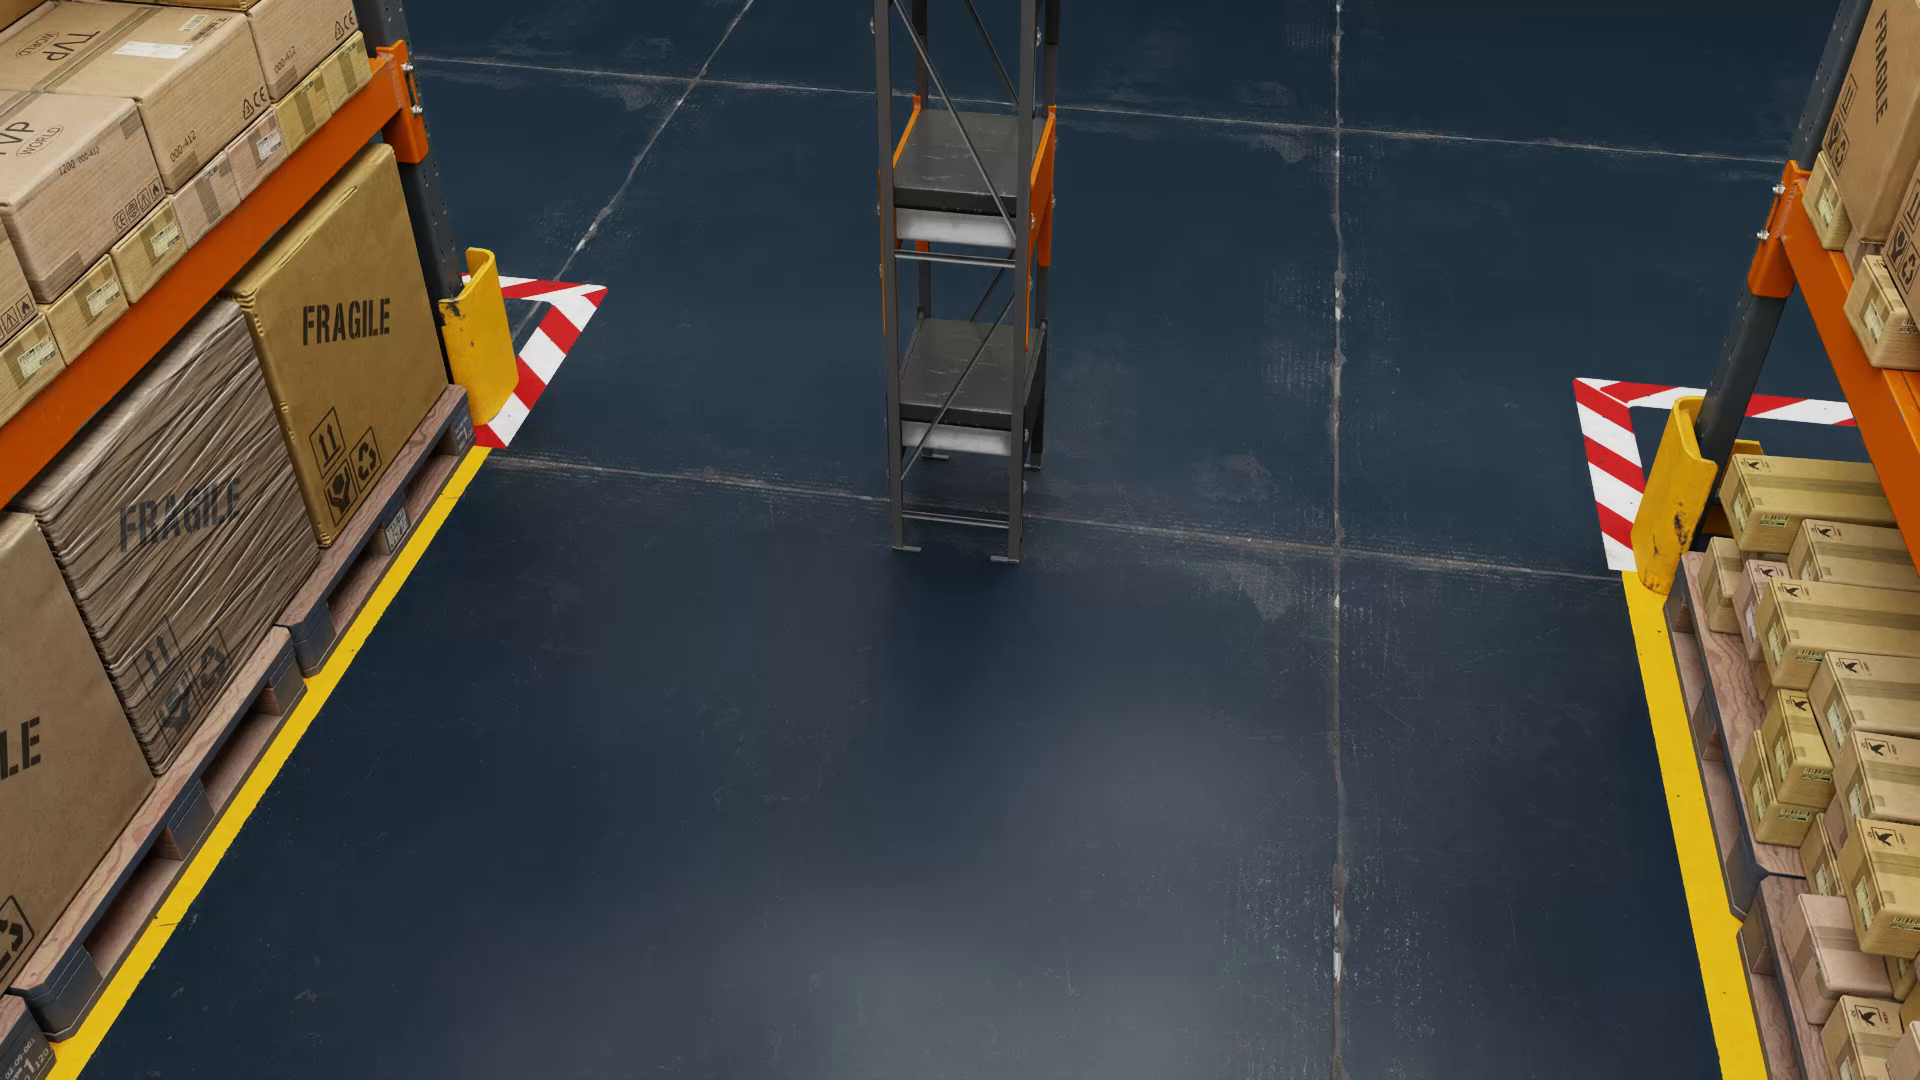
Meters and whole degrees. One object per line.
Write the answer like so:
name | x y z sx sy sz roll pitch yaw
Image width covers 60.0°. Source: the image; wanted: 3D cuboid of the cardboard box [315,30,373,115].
cardboard box | -1.911 -1.340 4.714 0.380 0.149 0.250 7 40 9

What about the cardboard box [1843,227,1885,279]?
cardboard box | 2.312 -0.658 3.889 0.380 0.149 0.250 8 40 9

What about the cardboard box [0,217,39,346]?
cardboard box | -2.258 -0.455 3.331 0.500 0.250 0.500 6 40 8

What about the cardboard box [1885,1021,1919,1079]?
cardboard box | 1.961 1.053 3.063 0.380 0.149 0.250 5 40 6

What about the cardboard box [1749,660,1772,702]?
cardboard box | 2.324 0.317 4.420 0.380 0.149 0.250 6 40 7

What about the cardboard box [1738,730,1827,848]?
cardboard box | 2.135 0.622 4.051 0.380 0.149 0.250 7 40 8

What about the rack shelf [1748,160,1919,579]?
rack shelf | 2.348 0.446 2.921 1.077 0.370 4.000 6 40 8

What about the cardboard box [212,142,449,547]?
cardboard box | -2.205 -0.629 4.995 0.875 0.875 0.875 6 40 8

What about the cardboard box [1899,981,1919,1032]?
cardboard box | 2.126 1.035 3.319 0.380 0.149 0.250 8 40 10

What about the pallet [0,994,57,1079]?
pallet | -2.657 1.420 3.367 1.003 0.211 1.213 6 40 8

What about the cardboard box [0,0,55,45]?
cardboard box | -2.606 -1.155 4.177 0.500 0.250 0.500 6 40 7

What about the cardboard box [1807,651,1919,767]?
cardboard box | 2.209 0.408 3.844 0.380 0.149 0.250 5 40 5

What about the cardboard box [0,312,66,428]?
cardboard box | -2.175 -0.381 3.554 0.380 0.149 0.250 7 40 9

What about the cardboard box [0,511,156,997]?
cardboard box | -2.517 0.501 3.628 0.875 0.875 0.875 6 40 8

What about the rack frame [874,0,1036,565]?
rack frame | -0.014 -0.760 4.521 0.400 2.100 0.015 6 40 8

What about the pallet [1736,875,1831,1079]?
pallet | 2.292 1.305 3.505 1.003 0.211 1.213 6 40 8

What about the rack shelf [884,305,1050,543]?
rack shelf | 0.029 -0.363 5.161 0.431 0.518 0.480 6 40 8

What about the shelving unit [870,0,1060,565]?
shelving unit | 0.029 -0.913 4.707 0.431 2.100 0.503 6 40 8

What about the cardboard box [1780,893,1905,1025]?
cardboard box | 2.056 0.940 3.667 0.380 0.149 0.250 5 40 6

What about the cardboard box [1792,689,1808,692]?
cardboard box | 2.293 0.365 4.128 0.380 0.149 0.250 7 40 8

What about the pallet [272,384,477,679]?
pallet | -2.235 -0.111 5.219 1.003 0.211 1.213 6 40 8

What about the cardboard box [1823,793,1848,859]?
cardboard box | 2.189 0.692 3.734 0.380 0.149 0.250 5 40 6

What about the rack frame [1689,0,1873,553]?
rack frame | 2.694 -1.086 4.210 1.000 3.000 0.127 6 40 8

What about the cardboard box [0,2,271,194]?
cardboard box | -2.084 -1.102 4.113 0.500 0.250 0.500 6 40 7

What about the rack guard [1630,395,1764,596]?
rack guard | 2.681 -0.075 4.949 1.175 0.500 0.348 6 40 8

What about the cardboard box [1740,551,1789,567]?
cardboard box | 2.351 0.036 4.526 0.380 0.149 0.250 8 40 10

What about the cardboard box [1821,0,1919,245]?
cardboard box | 2.345 -0.988 3.779 0.500 0.500 0.500 8 40 10

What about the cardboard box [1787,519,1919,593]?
cardboard box | 2.340 0.099 4.217 0.380 0.149 0.250 7 40 8

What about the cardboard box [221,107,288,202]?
cardboard box | -1.999 -1.018 4.325 0.380 0.149 0.250 6 40 8

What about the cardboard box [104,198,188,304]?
cardboard box | -2.086 -0.699 3.938 0.380 0.149 0.250 6 40 7

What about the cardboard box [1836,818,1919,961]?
cardboard box | 2.061 0.741 3.441 0.380 0.149 0.250 7 40 8
